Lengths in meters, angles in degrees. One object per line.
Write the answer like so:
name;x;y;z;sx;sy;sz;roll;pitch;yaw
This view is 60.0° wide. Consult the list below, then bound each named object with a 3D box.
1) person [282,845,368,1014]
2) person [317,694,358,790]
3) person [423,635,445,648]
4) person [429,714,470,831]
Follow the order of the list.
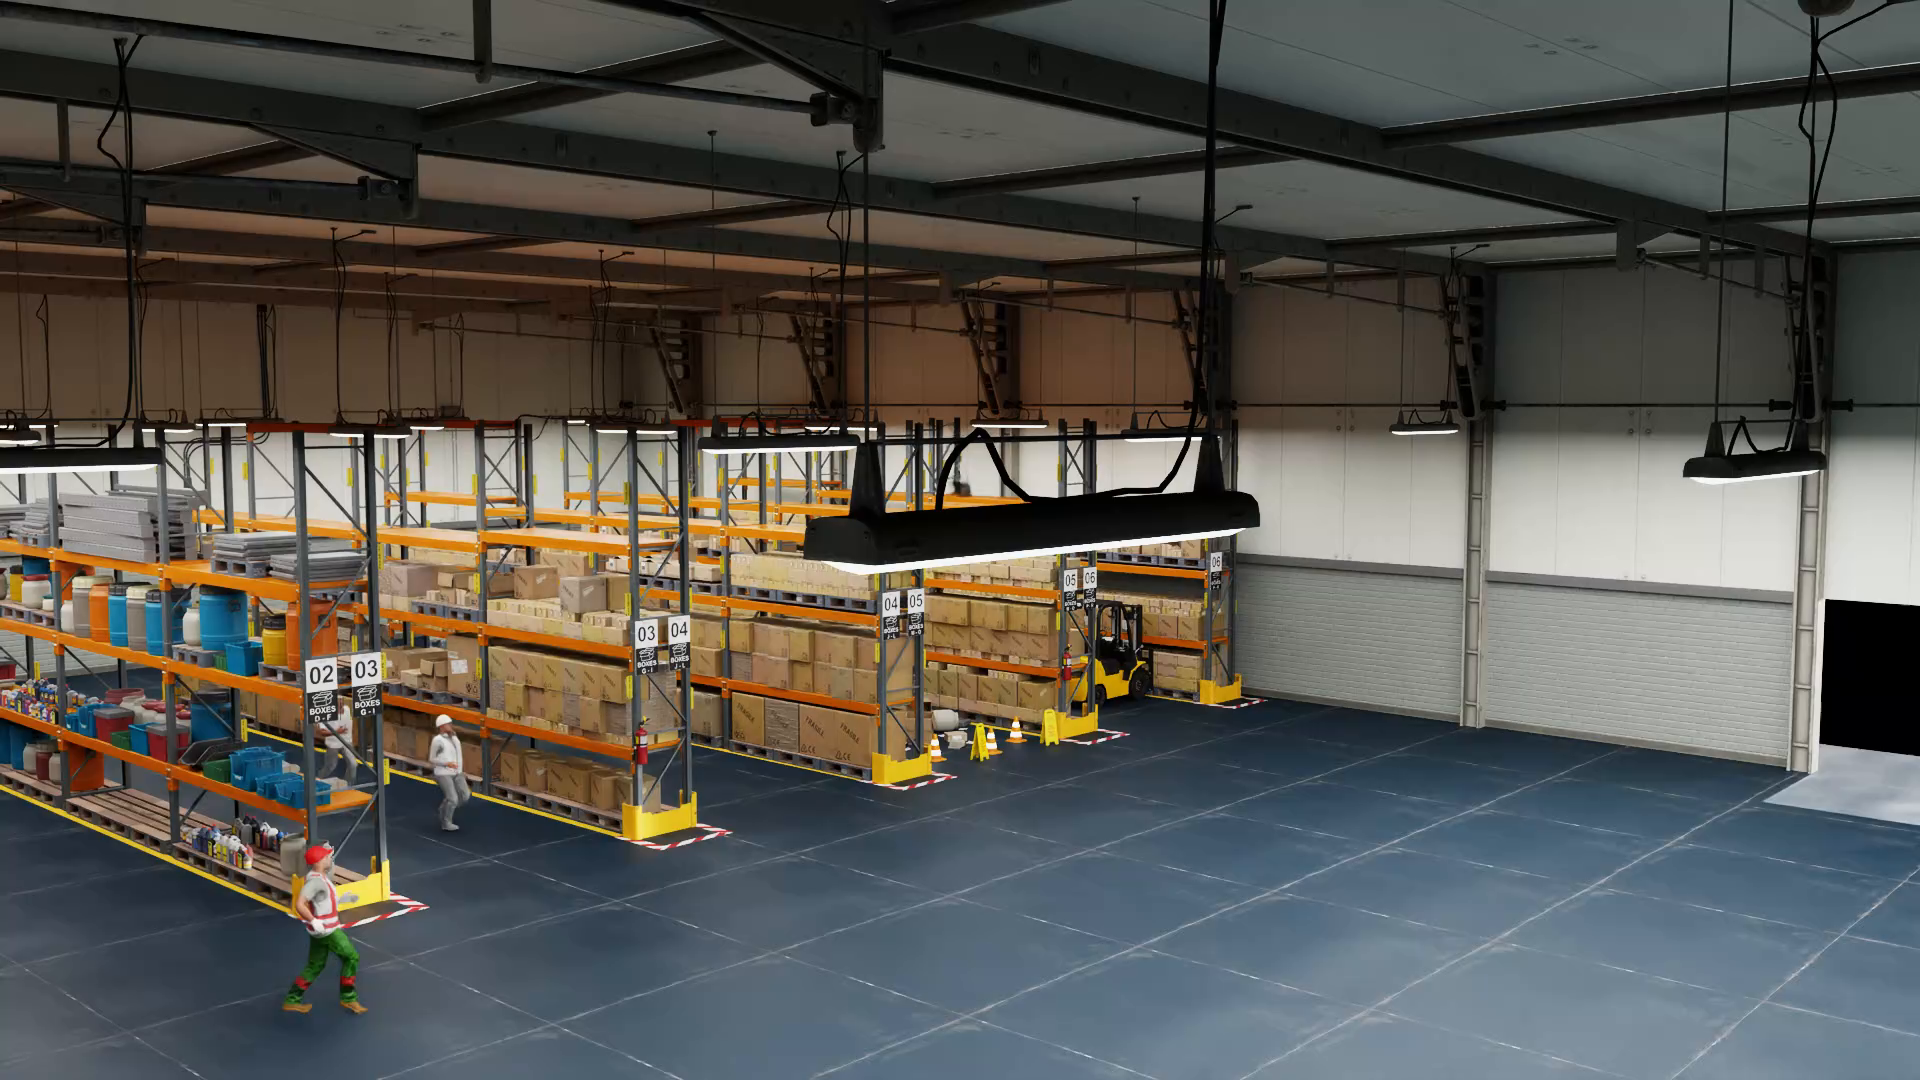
person;-6.567;4.046;17.142;0.816;1.810;0.669;-3;5;-30
person;-9.920;3.290;26.487;0.906;1.820;0.707;3;6;37
person;-13.146;2.099;41.303;0.631;1.772;1.088;2;5;25
person;-7.562;3.449;24.679;0.597;1.724;0.654;2;5;23
